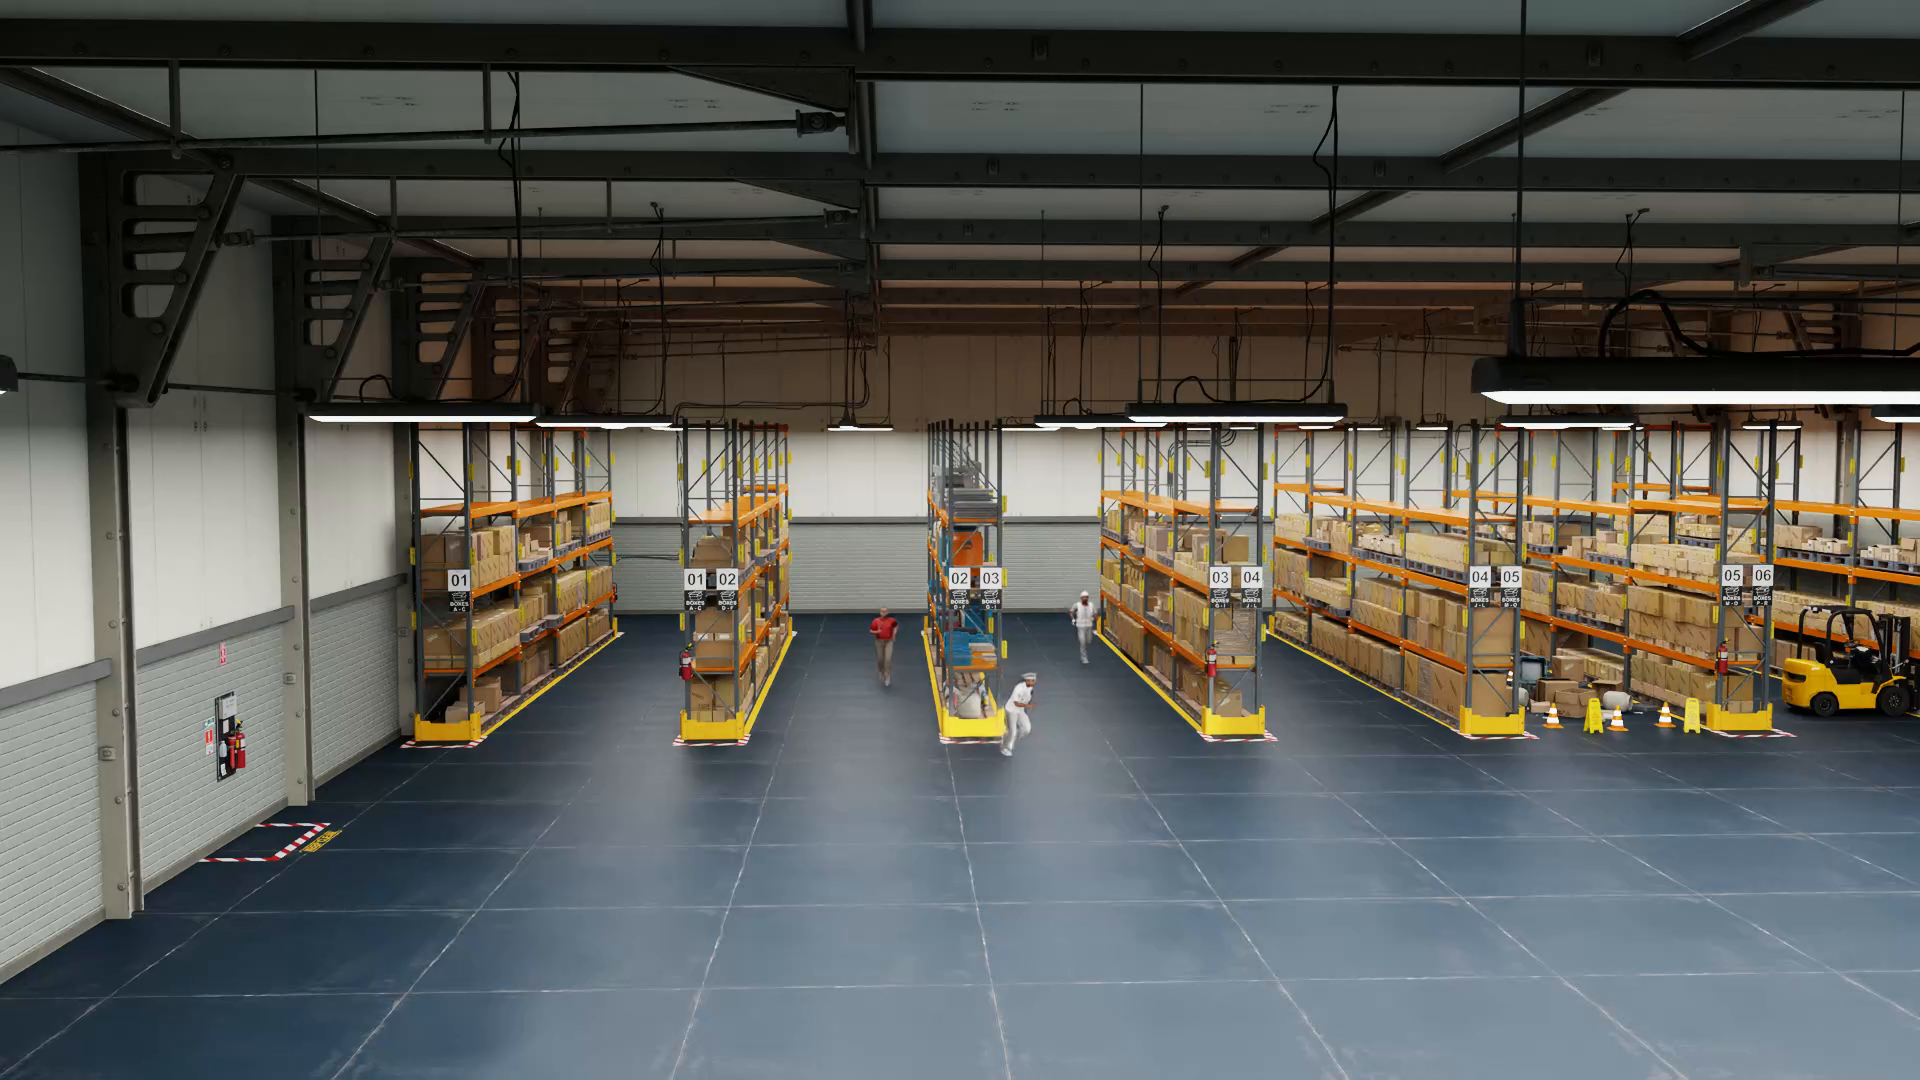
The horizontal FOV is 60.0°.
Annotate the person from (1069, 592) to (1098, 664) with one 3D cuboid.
[{"bbox_3d":[3.103,2.168,41.480,0.687,1.774,0.860,-1,4,-11],"label":"person"}]

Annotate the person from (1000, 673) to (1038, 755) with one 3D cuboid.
[{"bbox_3d":[1.087,3.078,29.548,0.851,1.513,0.592,3,5,36],"label":"person"}]

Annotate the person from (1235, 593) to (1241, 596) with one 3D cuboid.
[{"bbox_3d":[7.790,1.863,46.598,0.672,1.792,0.780,1,4,9],"label":"person"}]

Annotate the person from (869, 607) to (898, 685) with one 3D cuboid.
[{"bbox_3d":[-1.739,2.394,37.973,0.658,1.724,0.936,0,4,-3],"label":"person"}]
